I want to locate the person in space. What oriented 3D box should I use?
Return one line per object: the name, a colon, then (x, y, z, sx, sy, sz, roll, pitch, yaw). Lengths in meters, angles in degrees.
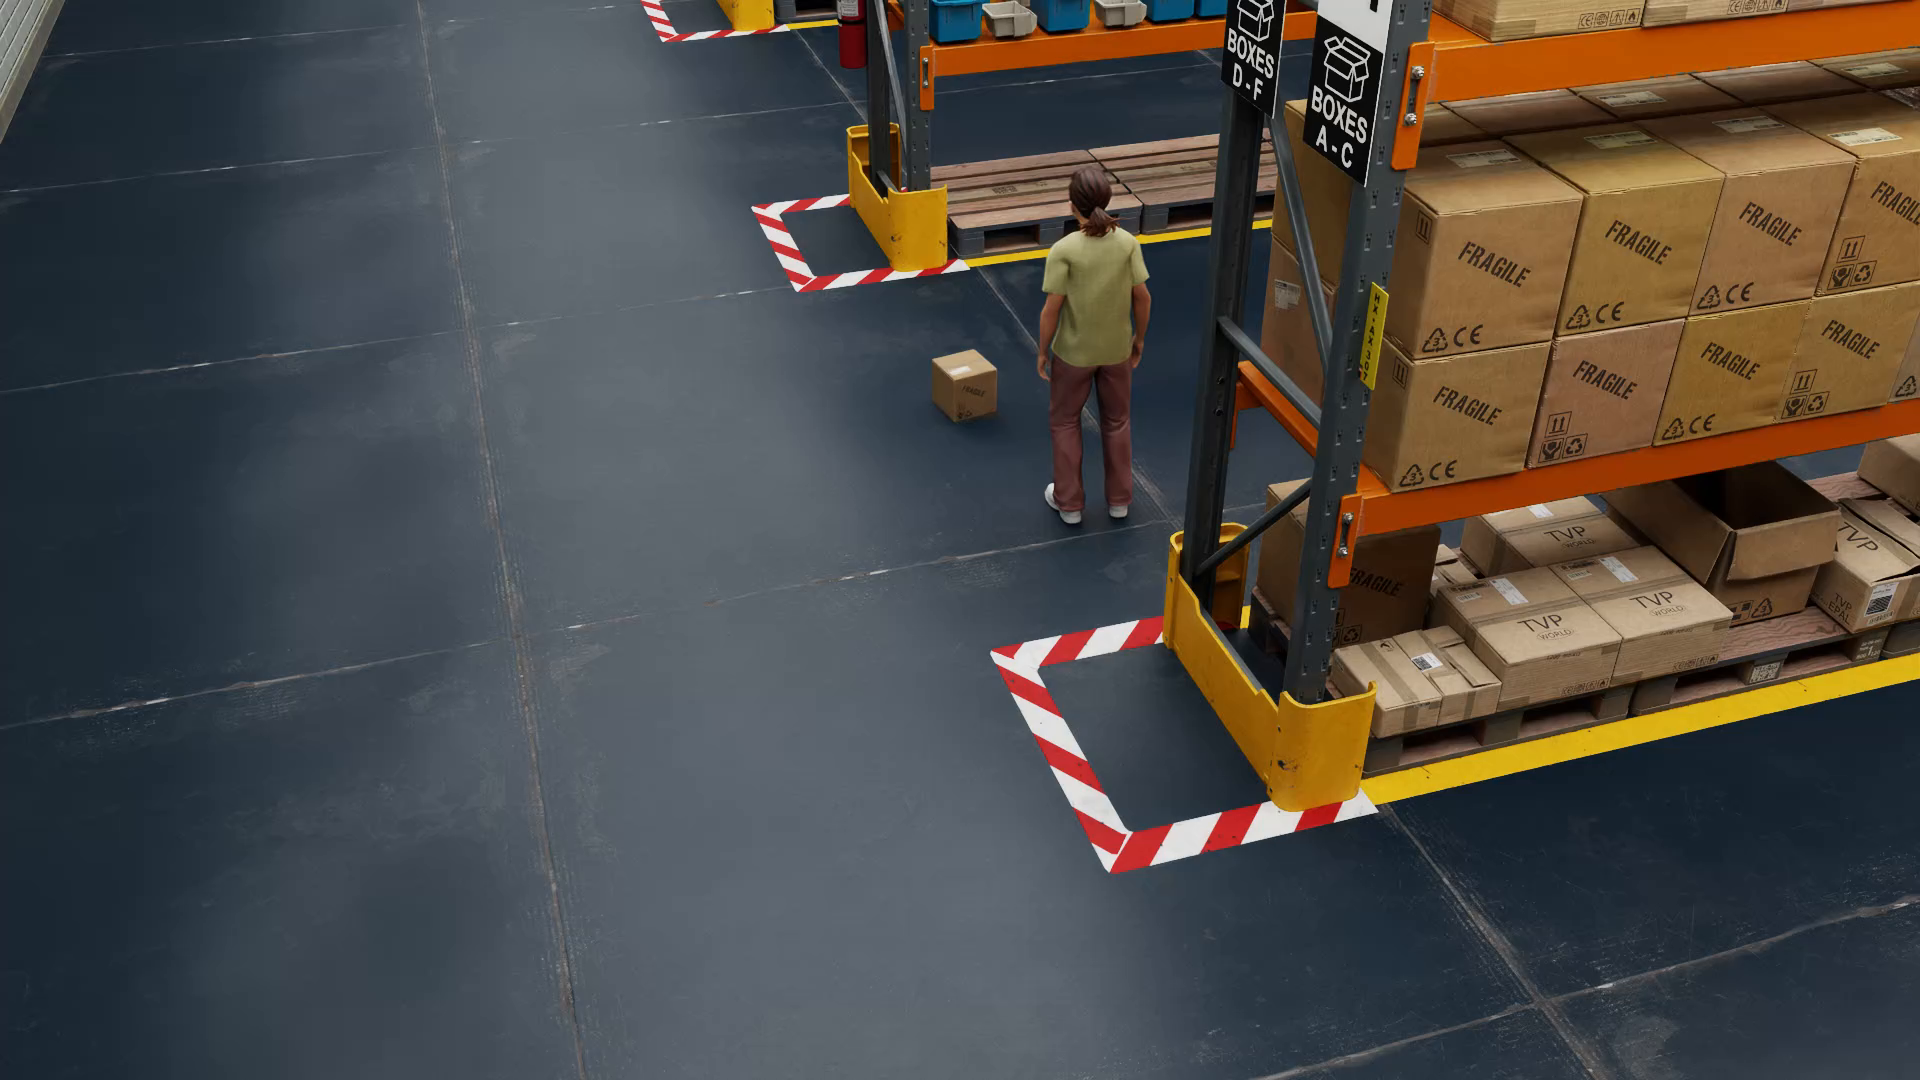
person: (0.583, -0.839, 7.387, 0.518, 1.671, 0.358, -7, 35, -11)
